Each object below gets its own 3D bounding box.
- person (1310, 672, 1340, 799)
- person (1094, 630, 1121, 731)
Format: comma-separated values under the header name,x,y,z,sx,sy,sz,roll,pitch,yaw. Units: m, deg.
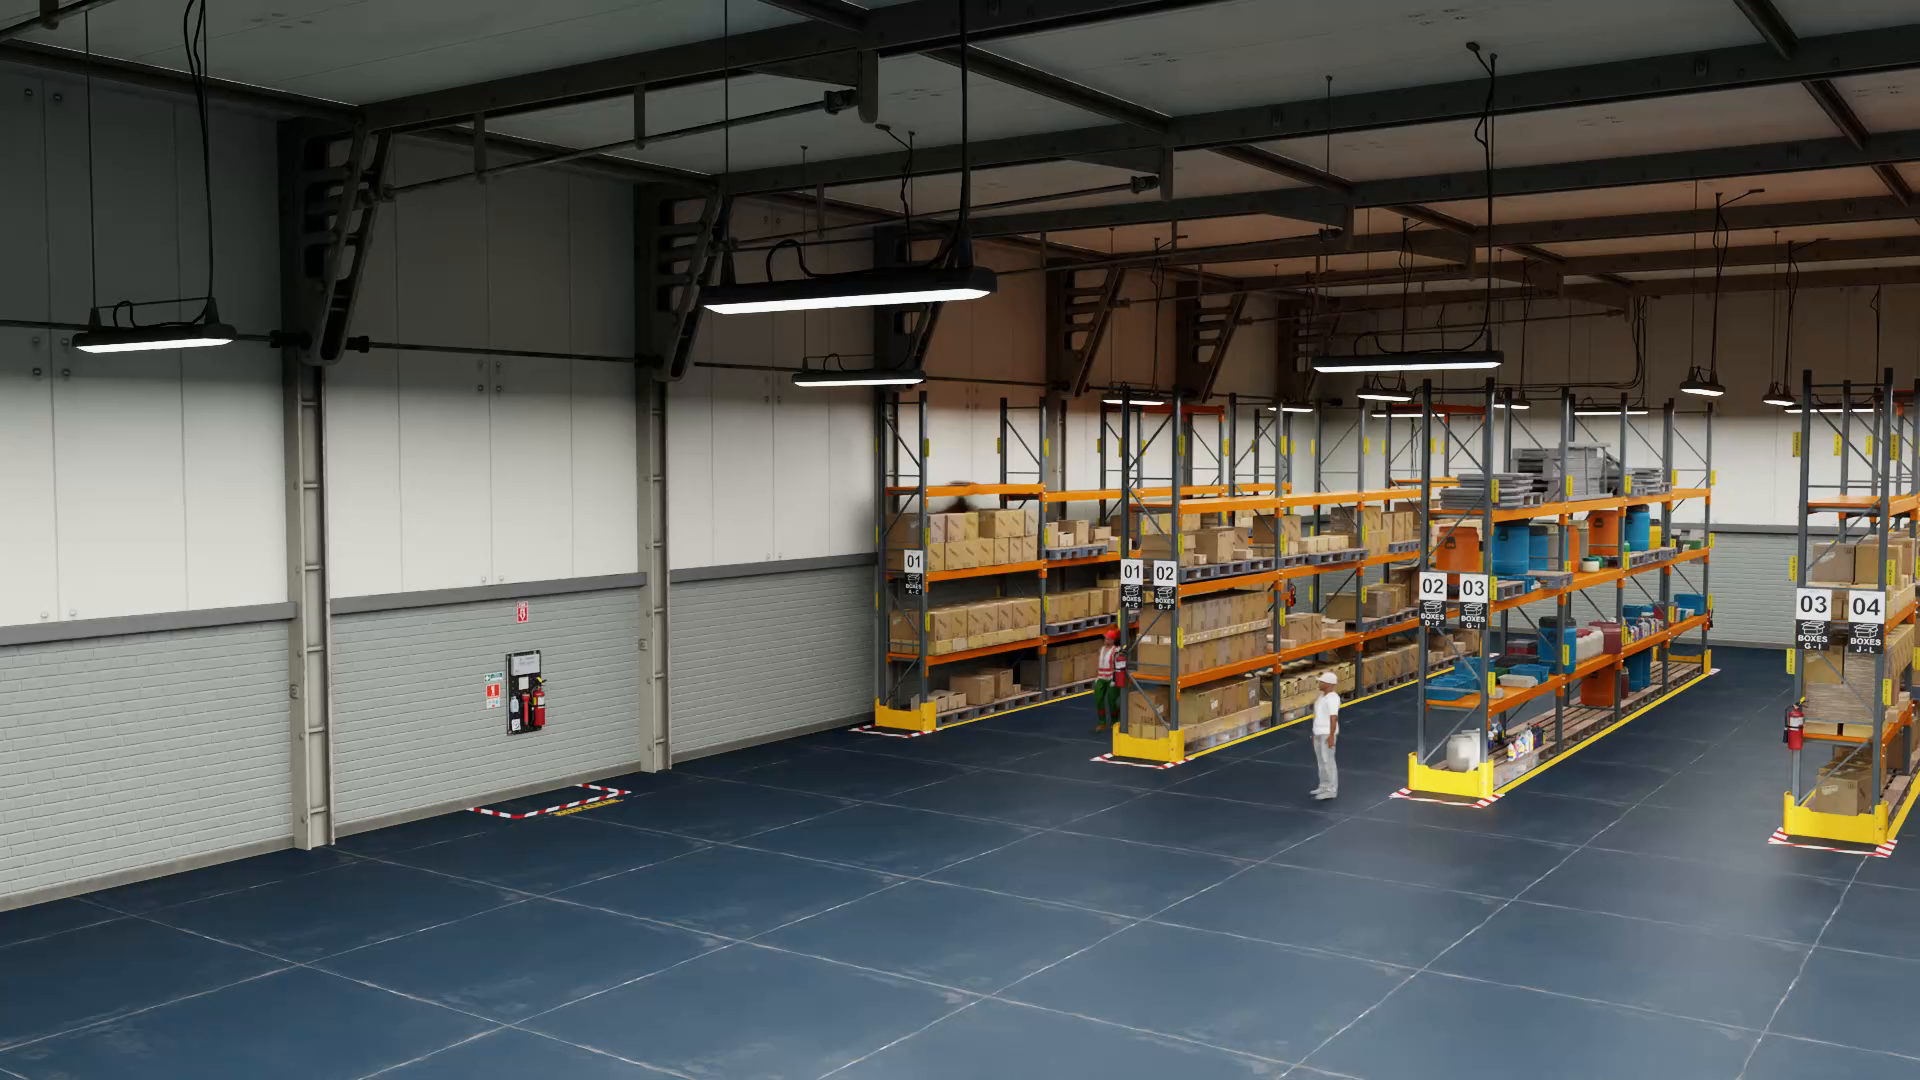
name,x,y,z,sx,sy,sz,roll,pitch,yaw
person,5.232,2.790,23.881,0.469,1.768,0.614,-1,3,-16
person,2.598,2.492,29.440,0.633,1.803,0.567,2,4,36
